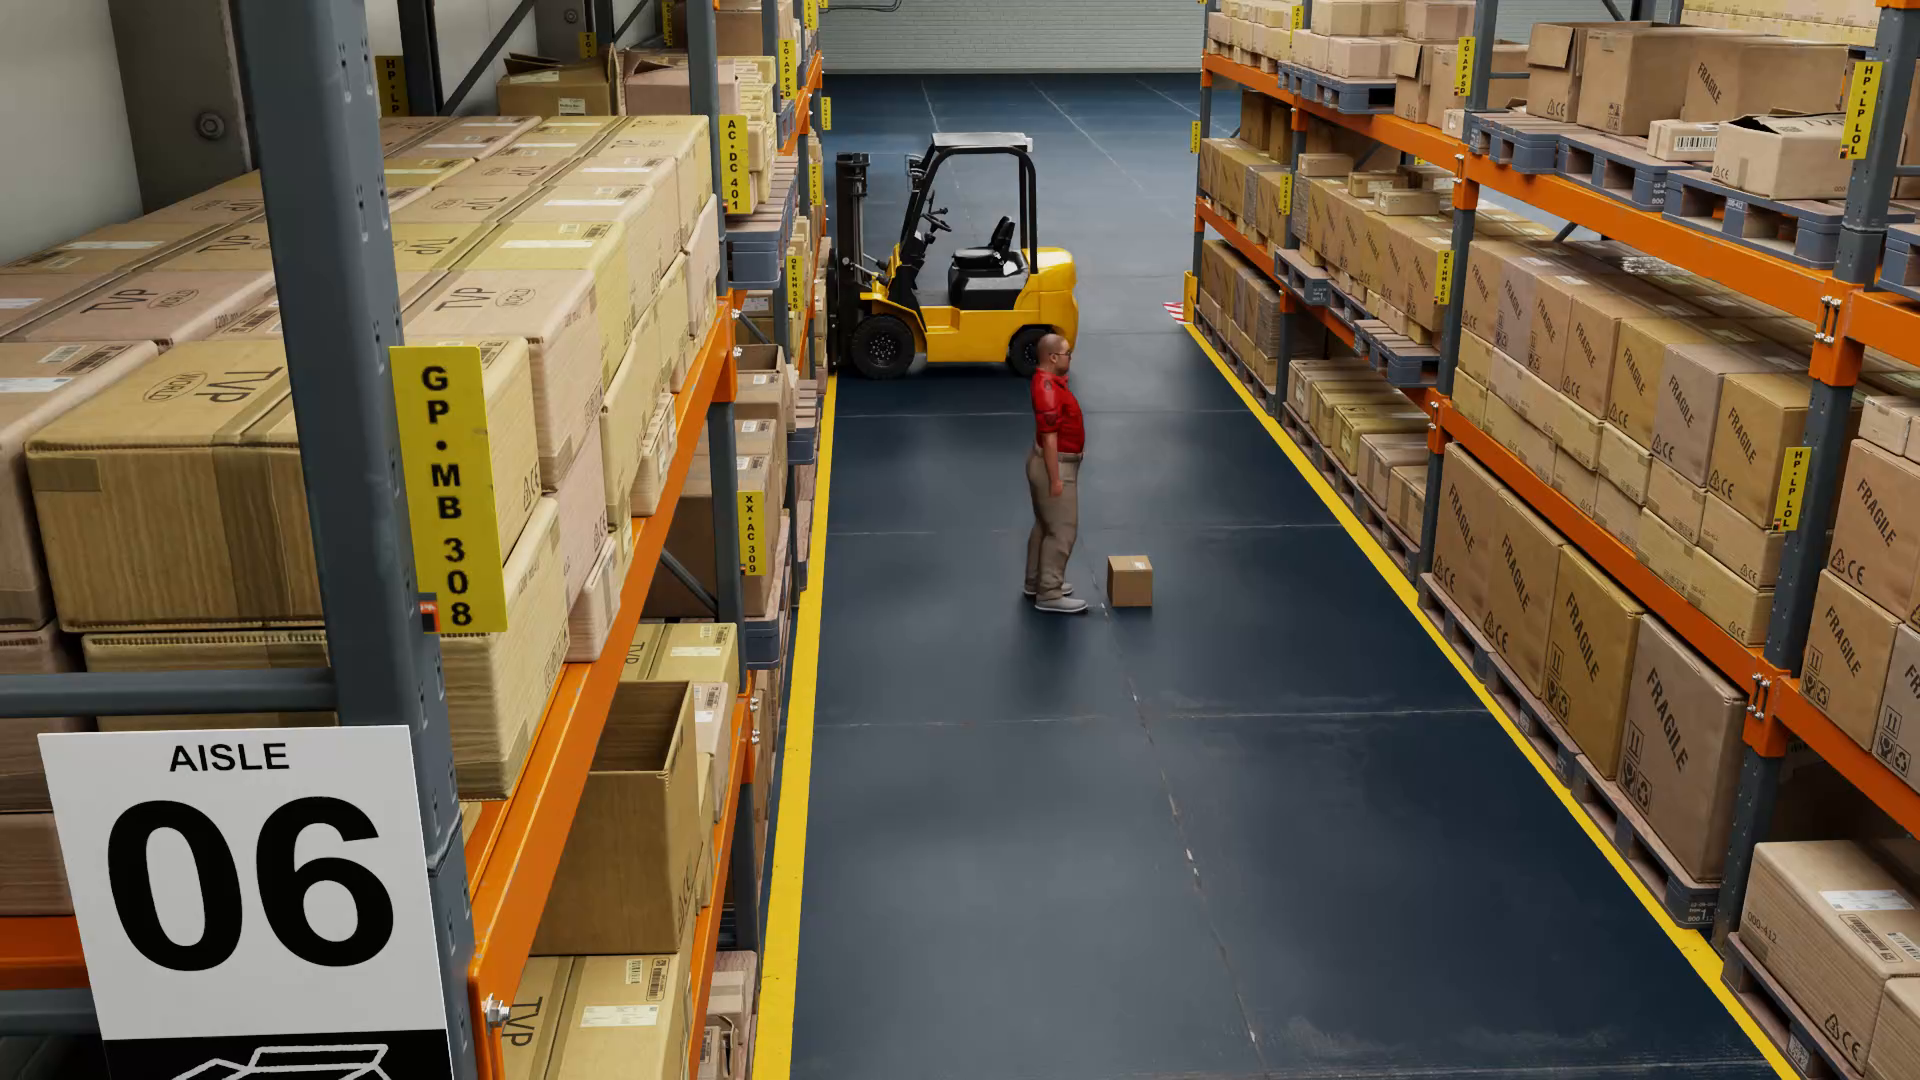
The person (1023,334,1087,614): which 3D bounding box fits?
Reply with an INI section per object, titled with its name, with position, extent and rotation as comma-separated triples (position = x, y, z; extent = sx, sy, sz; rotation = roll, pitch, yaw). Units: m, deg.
[person]
position = 0.601, -0.424, 10.259
extent = 0.380, 1.726, 0.530
rotation = -1, 20, -2
